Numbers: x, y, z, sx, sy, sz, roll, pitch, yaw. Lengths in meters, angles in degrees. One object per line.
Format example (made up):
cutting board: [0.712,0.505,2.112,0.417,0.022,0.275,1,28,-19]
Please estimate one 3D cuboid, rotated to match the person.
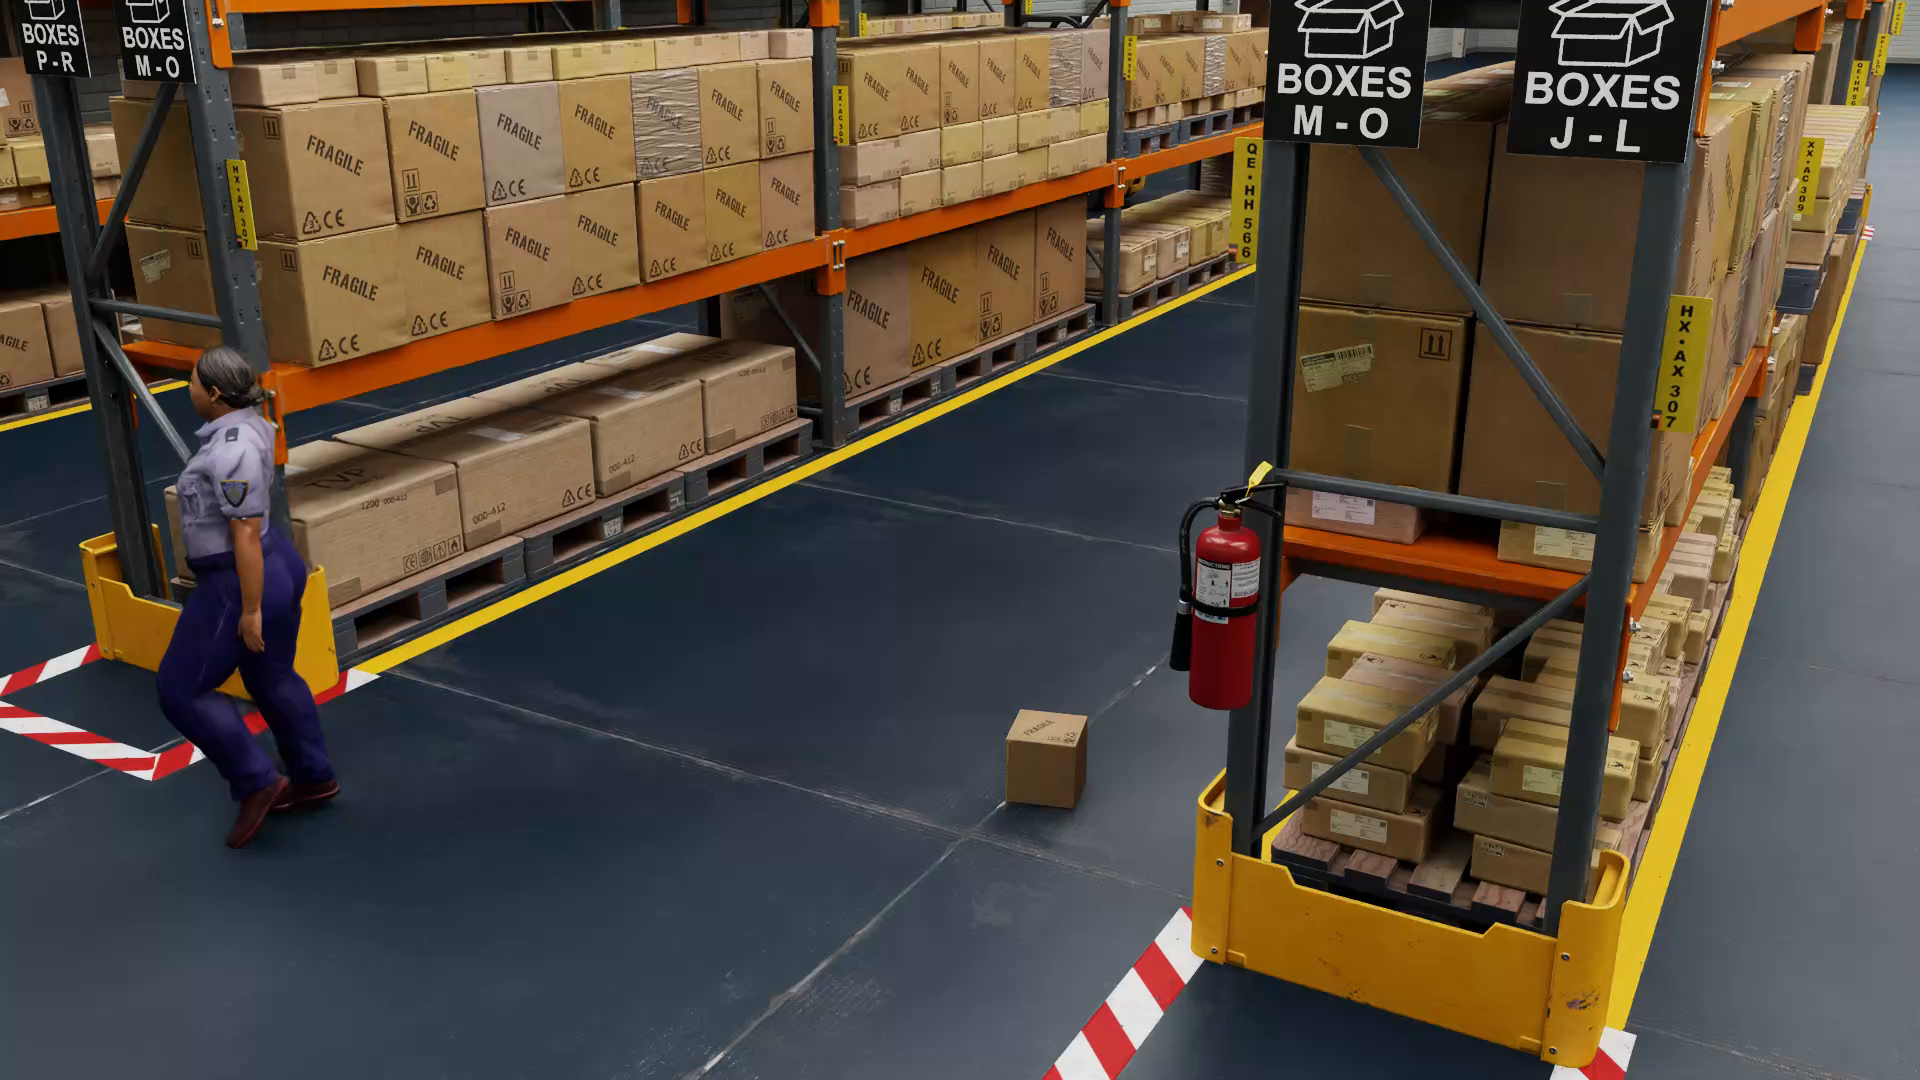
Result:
person: [-2.428,0.229,5.583,0.484,1.592,0.518,-4,20,-10]
